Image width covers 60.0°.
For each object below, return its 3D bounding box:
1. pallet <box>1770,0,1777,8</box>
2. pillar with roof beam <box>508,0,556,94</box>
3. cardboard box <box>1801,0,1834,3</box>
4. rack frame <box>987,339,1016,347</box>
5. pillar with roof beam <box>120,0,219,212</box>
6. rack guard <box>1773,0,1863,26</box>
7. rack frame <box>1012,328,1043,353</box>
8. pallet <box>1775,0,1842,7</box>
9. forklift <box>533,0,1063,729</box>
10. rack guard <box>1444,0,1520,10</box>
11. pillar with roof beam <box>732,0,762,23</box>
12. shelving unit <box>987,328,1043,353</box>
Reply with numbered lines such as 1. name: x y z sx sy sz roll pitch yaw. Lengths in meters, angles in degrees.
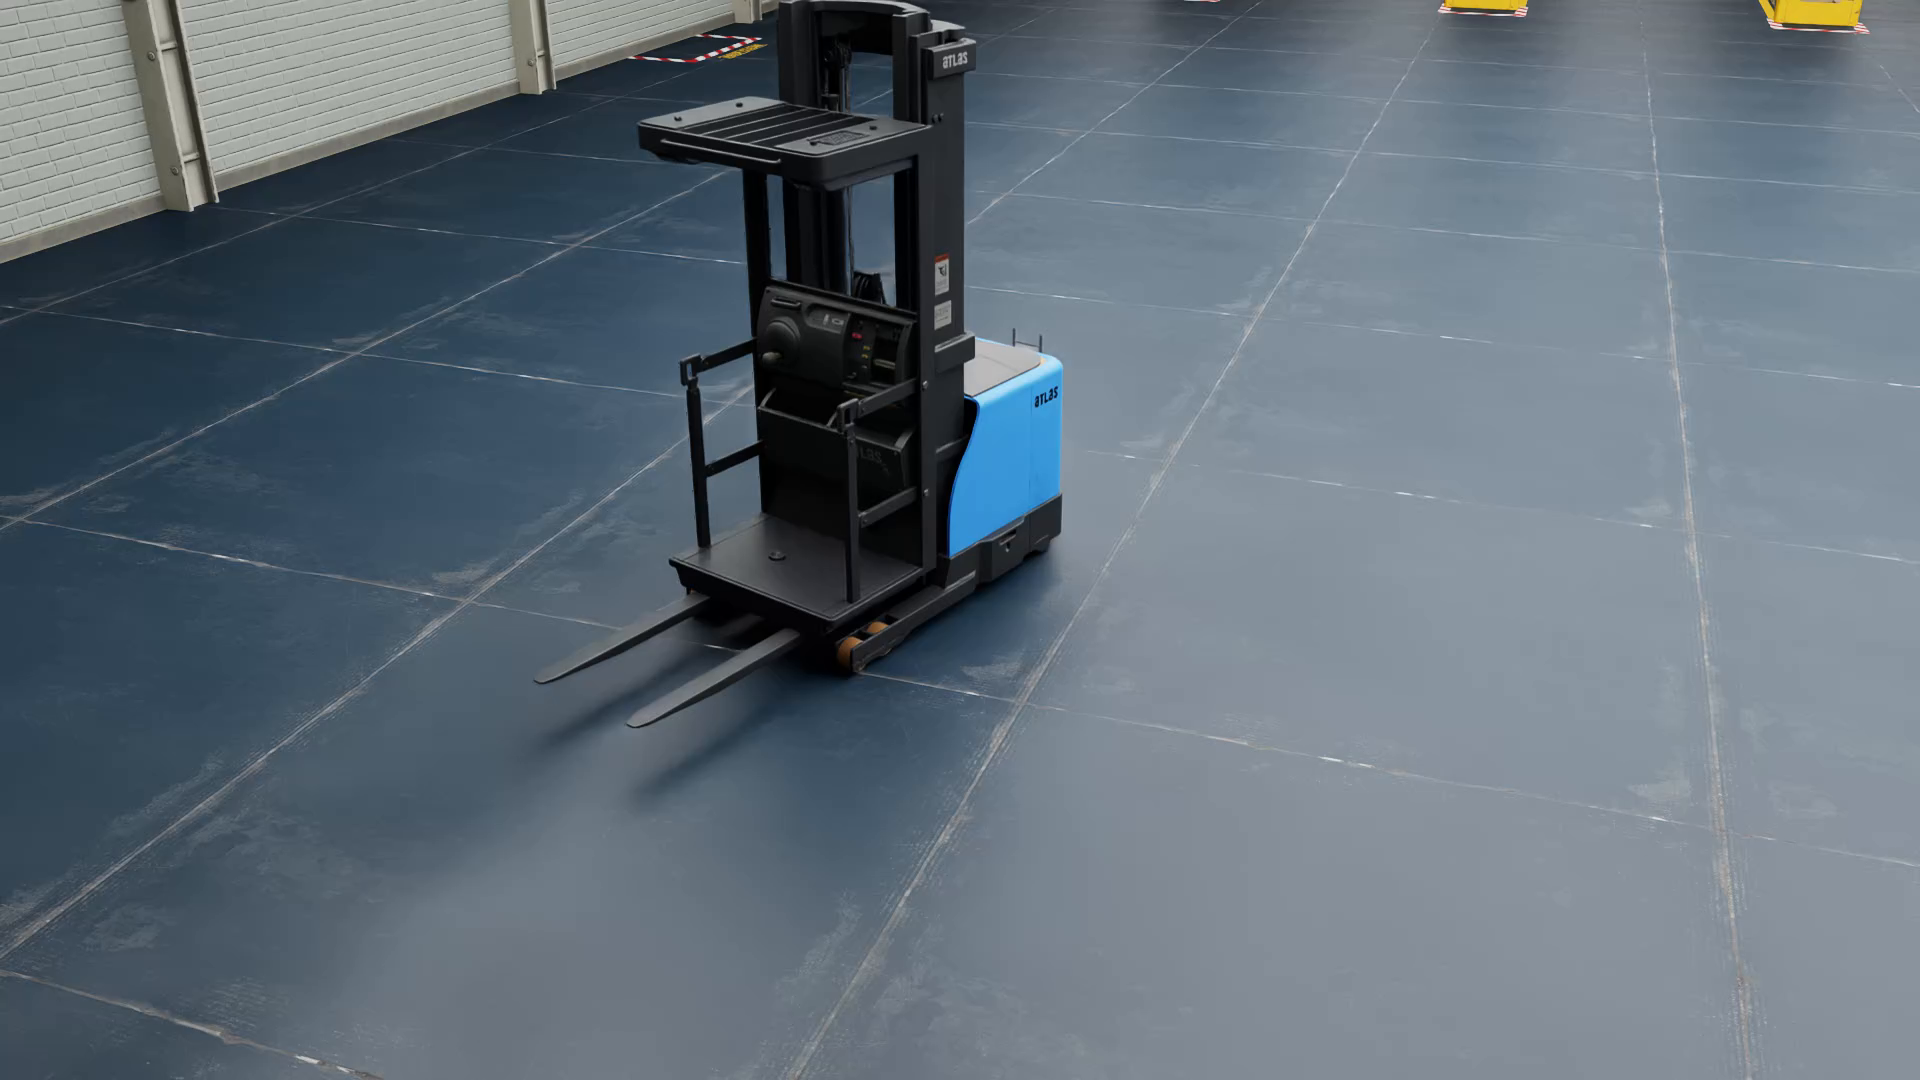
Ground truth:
1. pallet: 14.008 -8.973 27.540 1.003 0.211 1.213 9 27 17
2. pillar with roof beam: -1.258 -9.081 17.679 9.100 9.000 0.400 9 27 17
3. cardboard box: 13.495 -8.687 26.135 0.500 0.500 0.500 14 29 27
4. rack frame: 0.226 -0.599 9.282 0.200 1.050 0.008 18 31 33
5. pillar with roof beam: -3.255 -6.615 12.587 9.100 9.000 0.400 9 27 17
6. rack guard: 13.297 -8.275 25.766 1.175 0.500 0.348 9 27 17
7. rack frame: 0.374 -0.683 9.457 0.200 1.050 0.008 18 31 33
8. pallet: 13.600 -8.473 26.508 1.003 0.211 1.213 9 27 17
9. forklift: -0.733 -0.930 7.807 1.130 2.935 3.031 18 31 33
10. rack guard: 8.582 -9.000 27.264 1.175 0.500 0.348 9 27 17
11. pillar with roof beam: 0.739 -11.547 22.772 9.100 9.000 0.400 9 27 17
12. shelving unit: 0.300 -0.641 9.369 0.215 1.050 0.252 18 31 33
